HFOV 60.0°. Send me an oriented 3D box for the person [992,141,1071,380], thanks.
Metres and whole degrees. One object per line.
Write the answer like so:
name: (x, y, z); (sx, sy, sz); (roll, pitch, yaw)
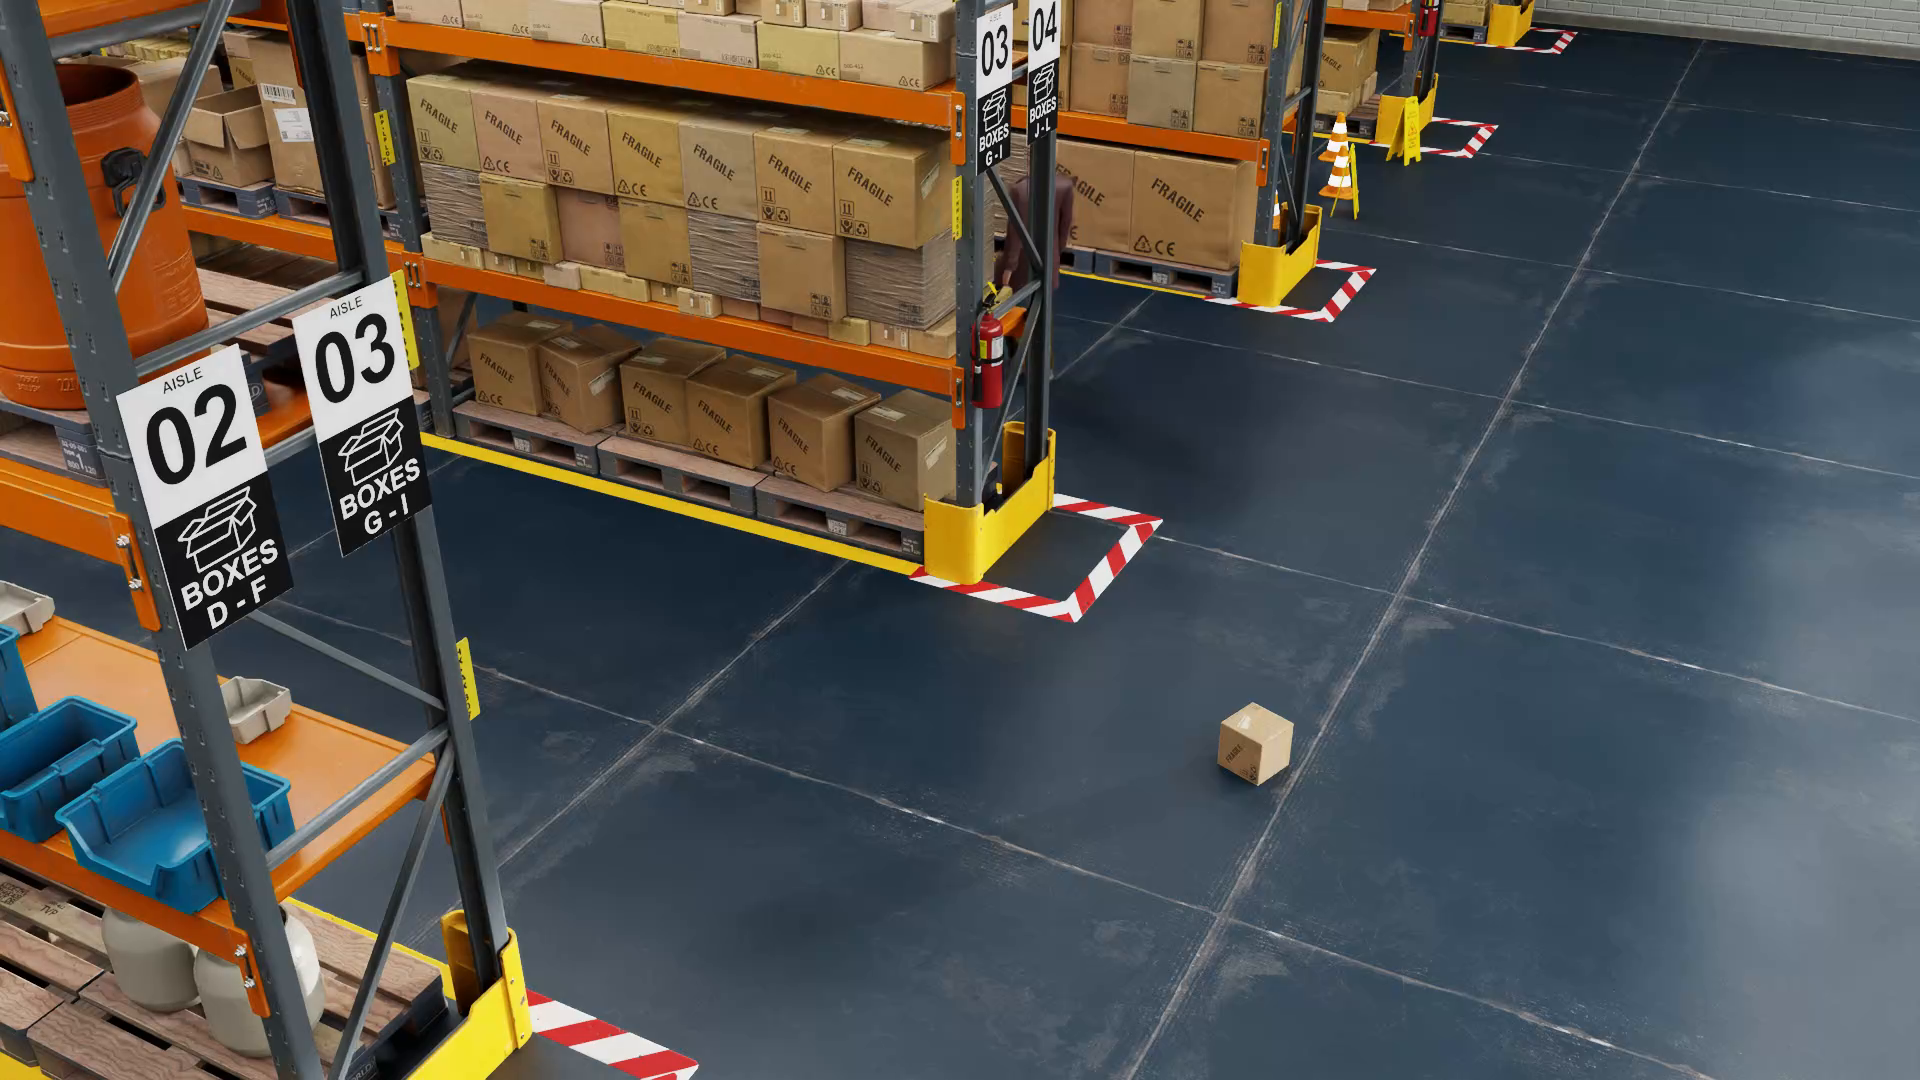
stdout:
person: (0.470, -1.988, 11.803); (0.619, 1.820, 0.512); (-18, 34, -28)
